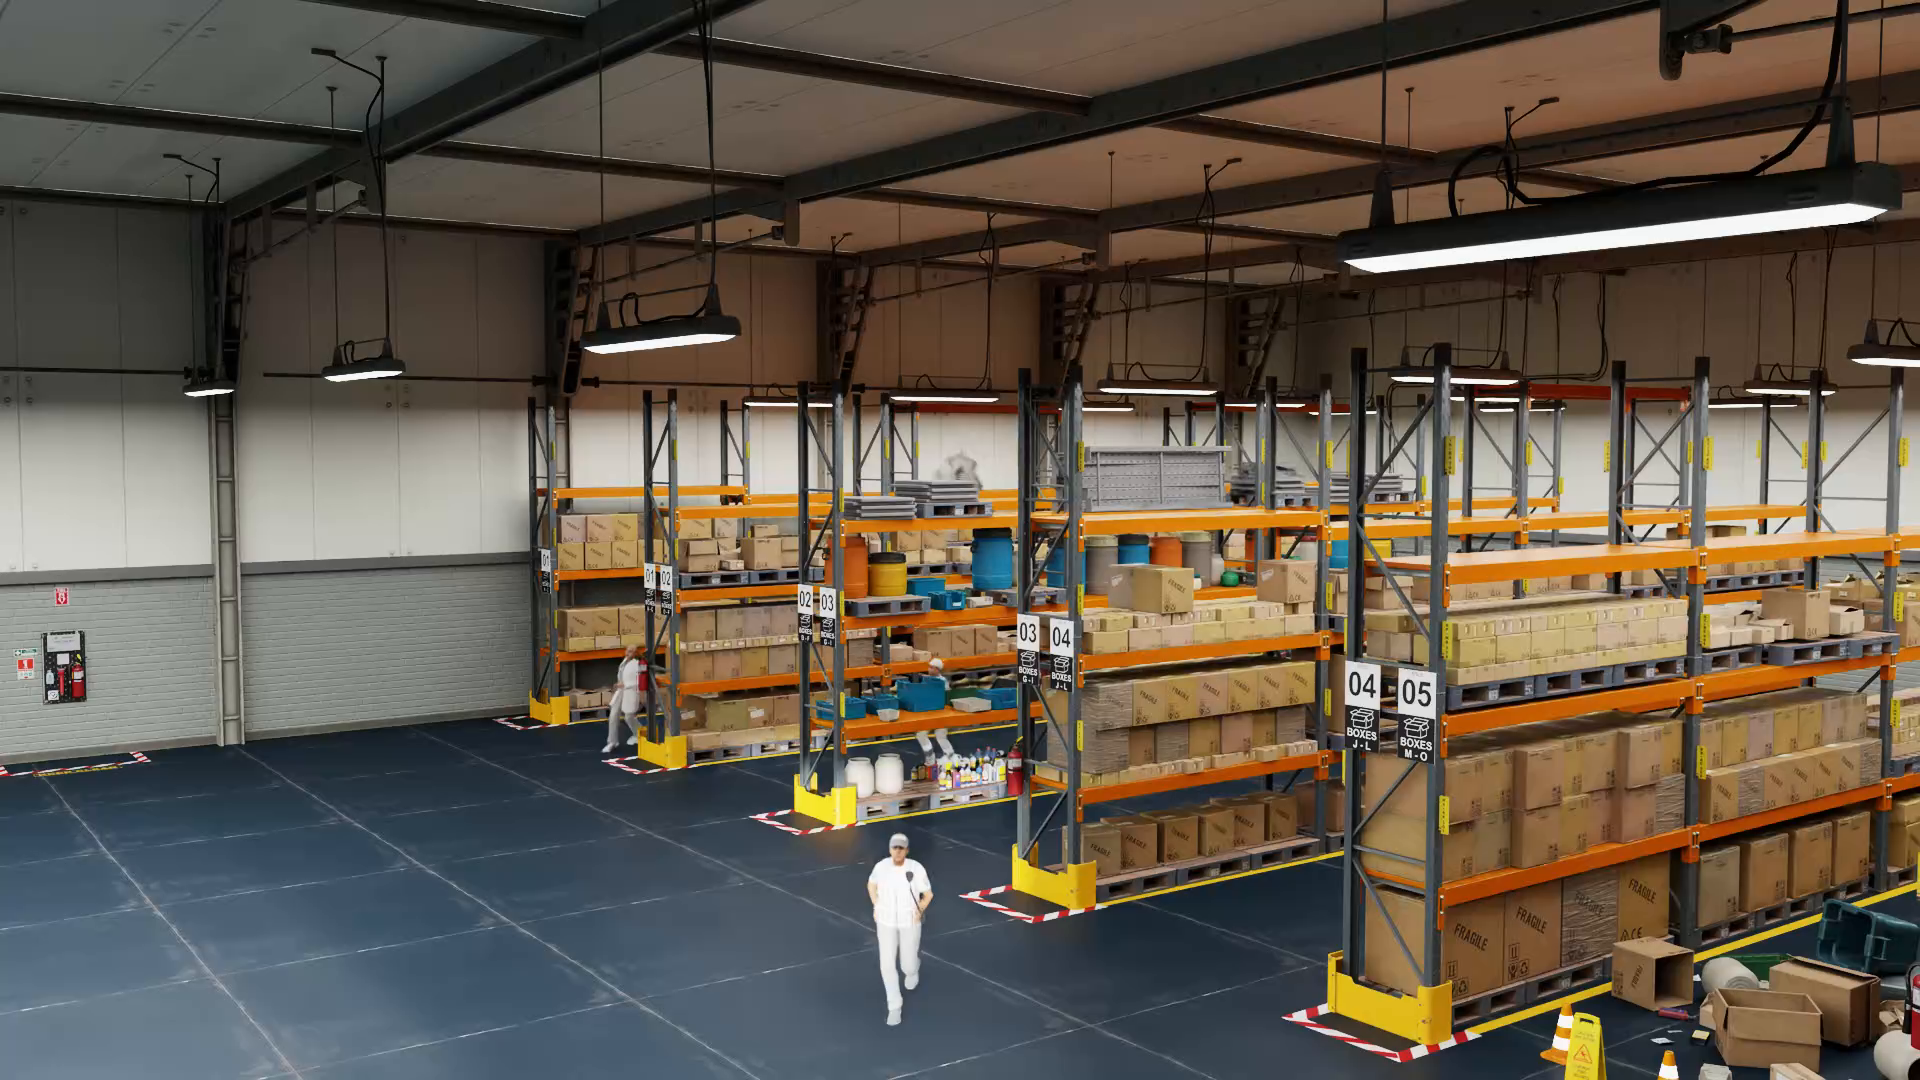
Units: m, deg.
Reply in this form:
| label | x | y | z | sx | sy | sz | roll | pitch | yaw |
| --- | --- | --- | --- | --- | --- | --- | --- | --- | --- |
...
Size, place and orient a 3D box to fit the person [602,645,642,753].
| label | x | y | z | sx | sy | sz | roll | pitch | yaw |
| --- | --- | --- | --- | --- | --- | --- | --- | --- | --- |
| person | -5.520 | 2.640 | 27.853 | 0.703 | 1.794 | 0.911 | 2 | 4 | 34 |

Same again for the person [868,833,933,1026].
| label | x | y | z | sx | sy | sz | roll | pitch | yaw |
| --- | --- | --- | --- | --- | --- | --- | --- | --- | --- |
| person | -0.551 | 3.470 | 15.066 | 0.607 | 1.656 | 0.777 | 0 | 3 | 5 |

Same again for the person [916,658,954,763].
| label | x | y | z | sx | sy | sz | roll | pitch | yaw |
| --- | --- | --- | --- | --- | --- | --- | --- | --- | --- |
| person | -0.383 | 2.751 | 25.957 | 0.738 | 1.816 | 0.642 | -2 | 4 | -36 |
